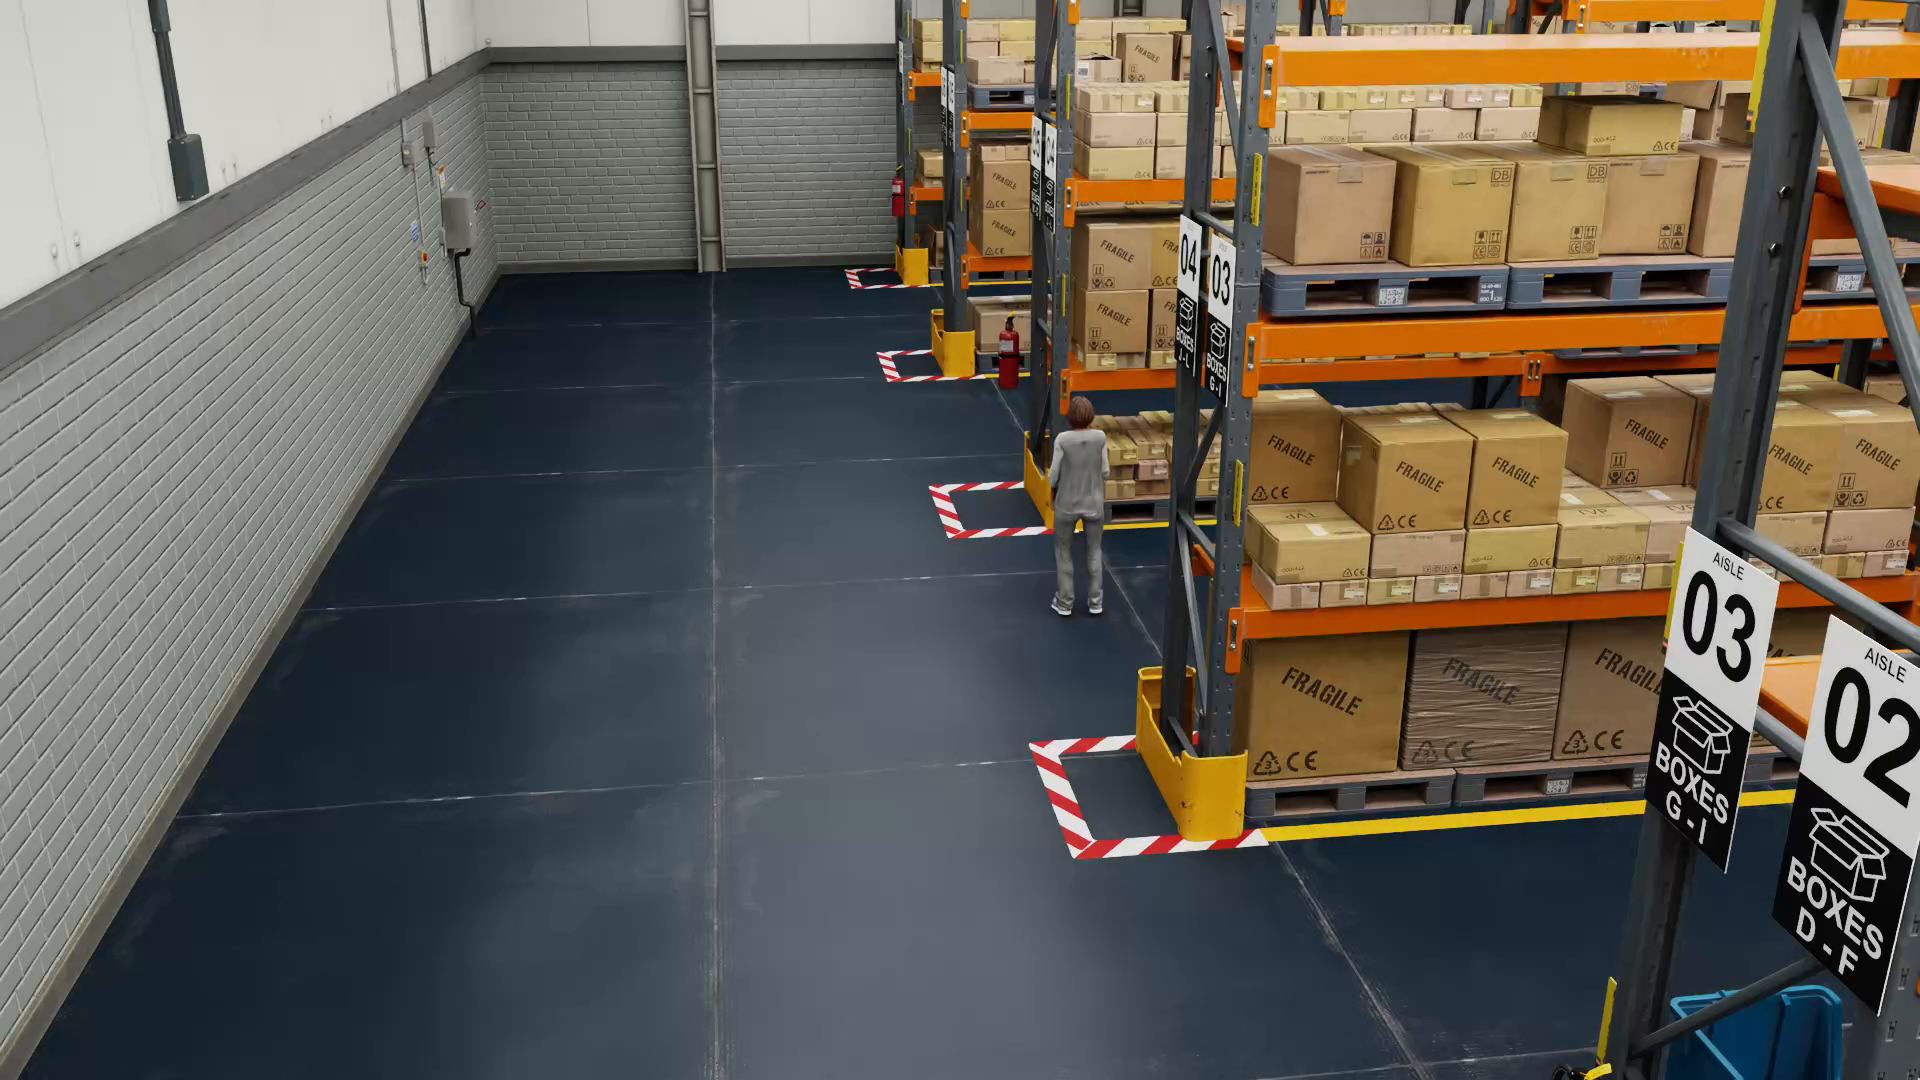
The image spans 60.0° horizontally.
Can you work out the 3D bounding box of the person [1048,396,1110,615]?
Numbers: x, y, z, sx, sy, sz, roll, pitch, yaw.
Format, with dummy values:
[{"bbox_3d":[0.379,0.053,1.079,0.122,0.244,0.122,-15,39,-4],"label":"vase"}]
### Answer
[{"bbox_3d":[0.830,-0.251,11.755,0.444,1.603,0.411,-3,21,-9],"label":"person"}]
